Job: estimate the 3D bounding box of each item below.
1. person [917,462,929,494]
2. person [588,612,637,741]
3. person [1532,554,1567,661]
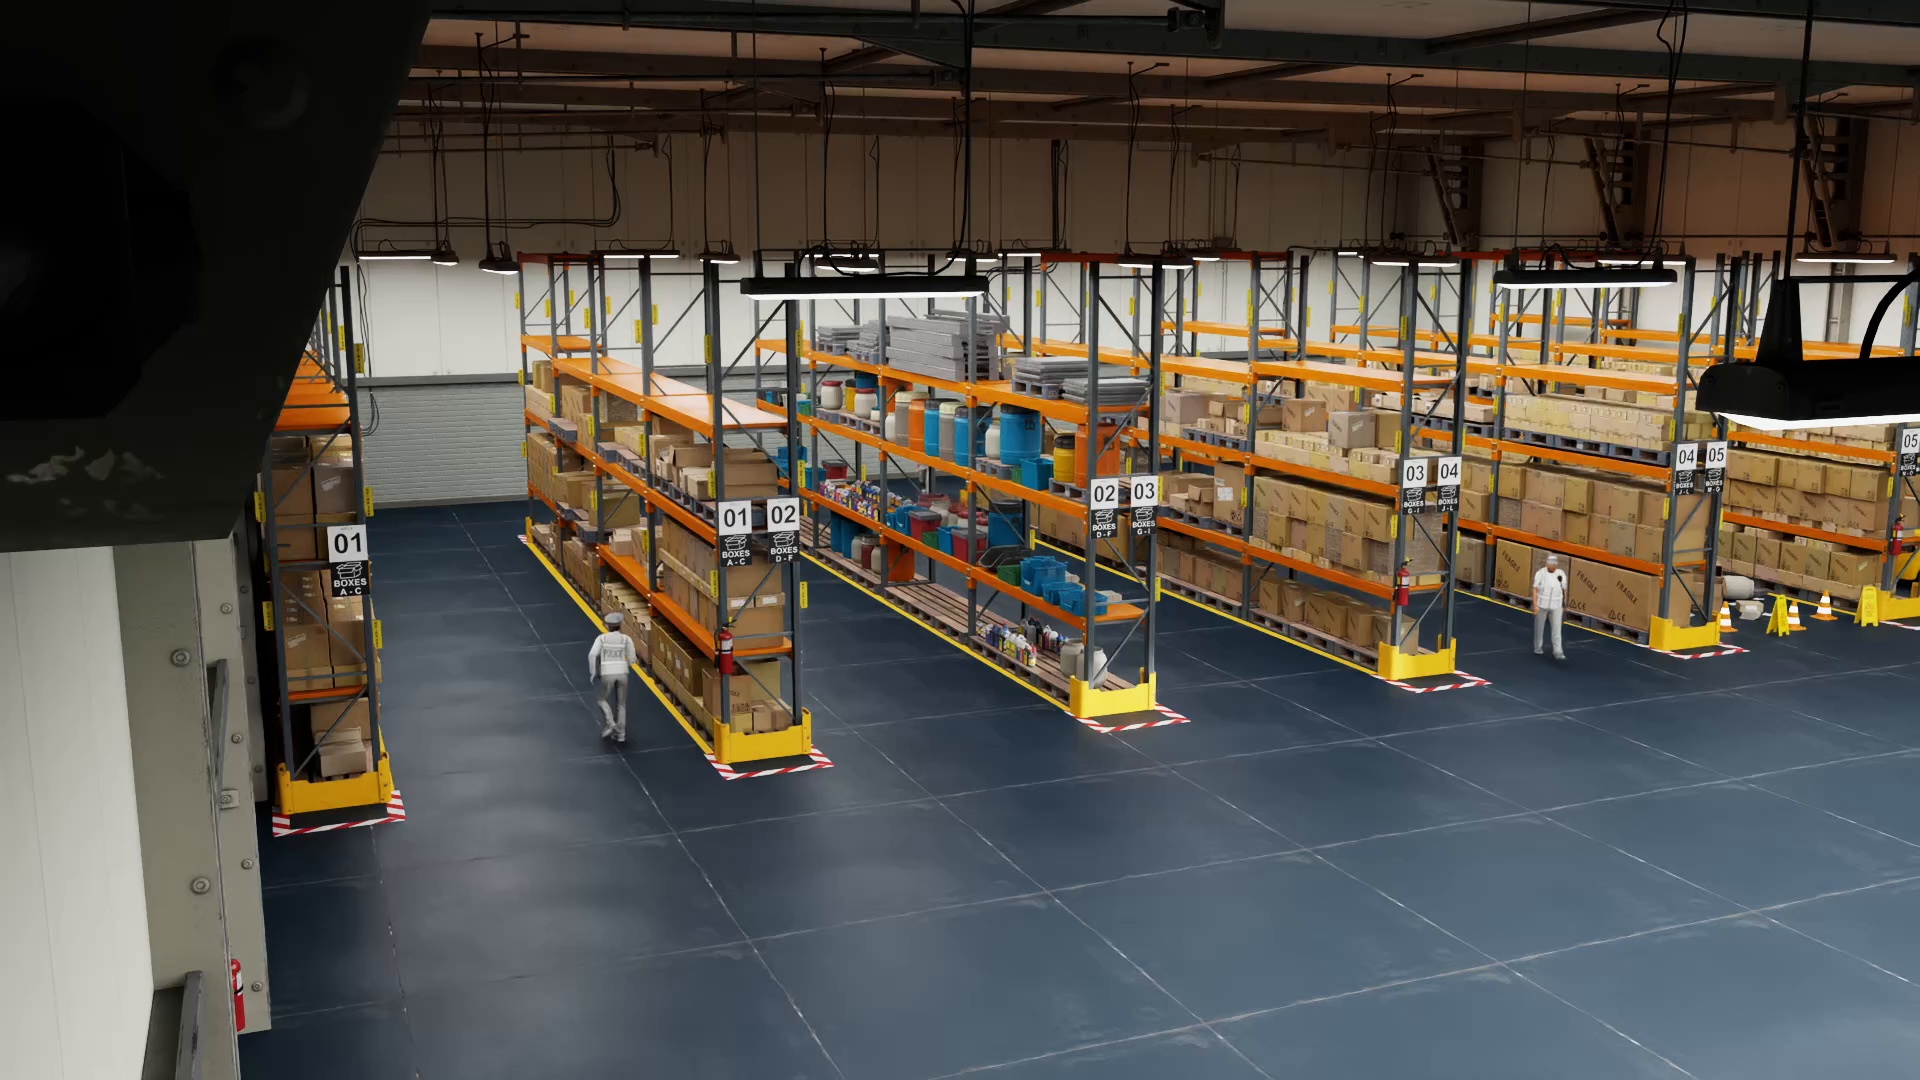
[{"bbox_3d":[-0.819,-1.757,40.193,0.418,1.554,0.864,1,10,5],"label":"person"},{"bbox_3d":[-4.425,1.738,21.218,0.621,1.571,0.704,-4,11,-19],"label":"person"},{"bbox_3d":[8.861,1.003,25.013,0.503,1.602,1.060,3,11,16],"label":"person"}]
